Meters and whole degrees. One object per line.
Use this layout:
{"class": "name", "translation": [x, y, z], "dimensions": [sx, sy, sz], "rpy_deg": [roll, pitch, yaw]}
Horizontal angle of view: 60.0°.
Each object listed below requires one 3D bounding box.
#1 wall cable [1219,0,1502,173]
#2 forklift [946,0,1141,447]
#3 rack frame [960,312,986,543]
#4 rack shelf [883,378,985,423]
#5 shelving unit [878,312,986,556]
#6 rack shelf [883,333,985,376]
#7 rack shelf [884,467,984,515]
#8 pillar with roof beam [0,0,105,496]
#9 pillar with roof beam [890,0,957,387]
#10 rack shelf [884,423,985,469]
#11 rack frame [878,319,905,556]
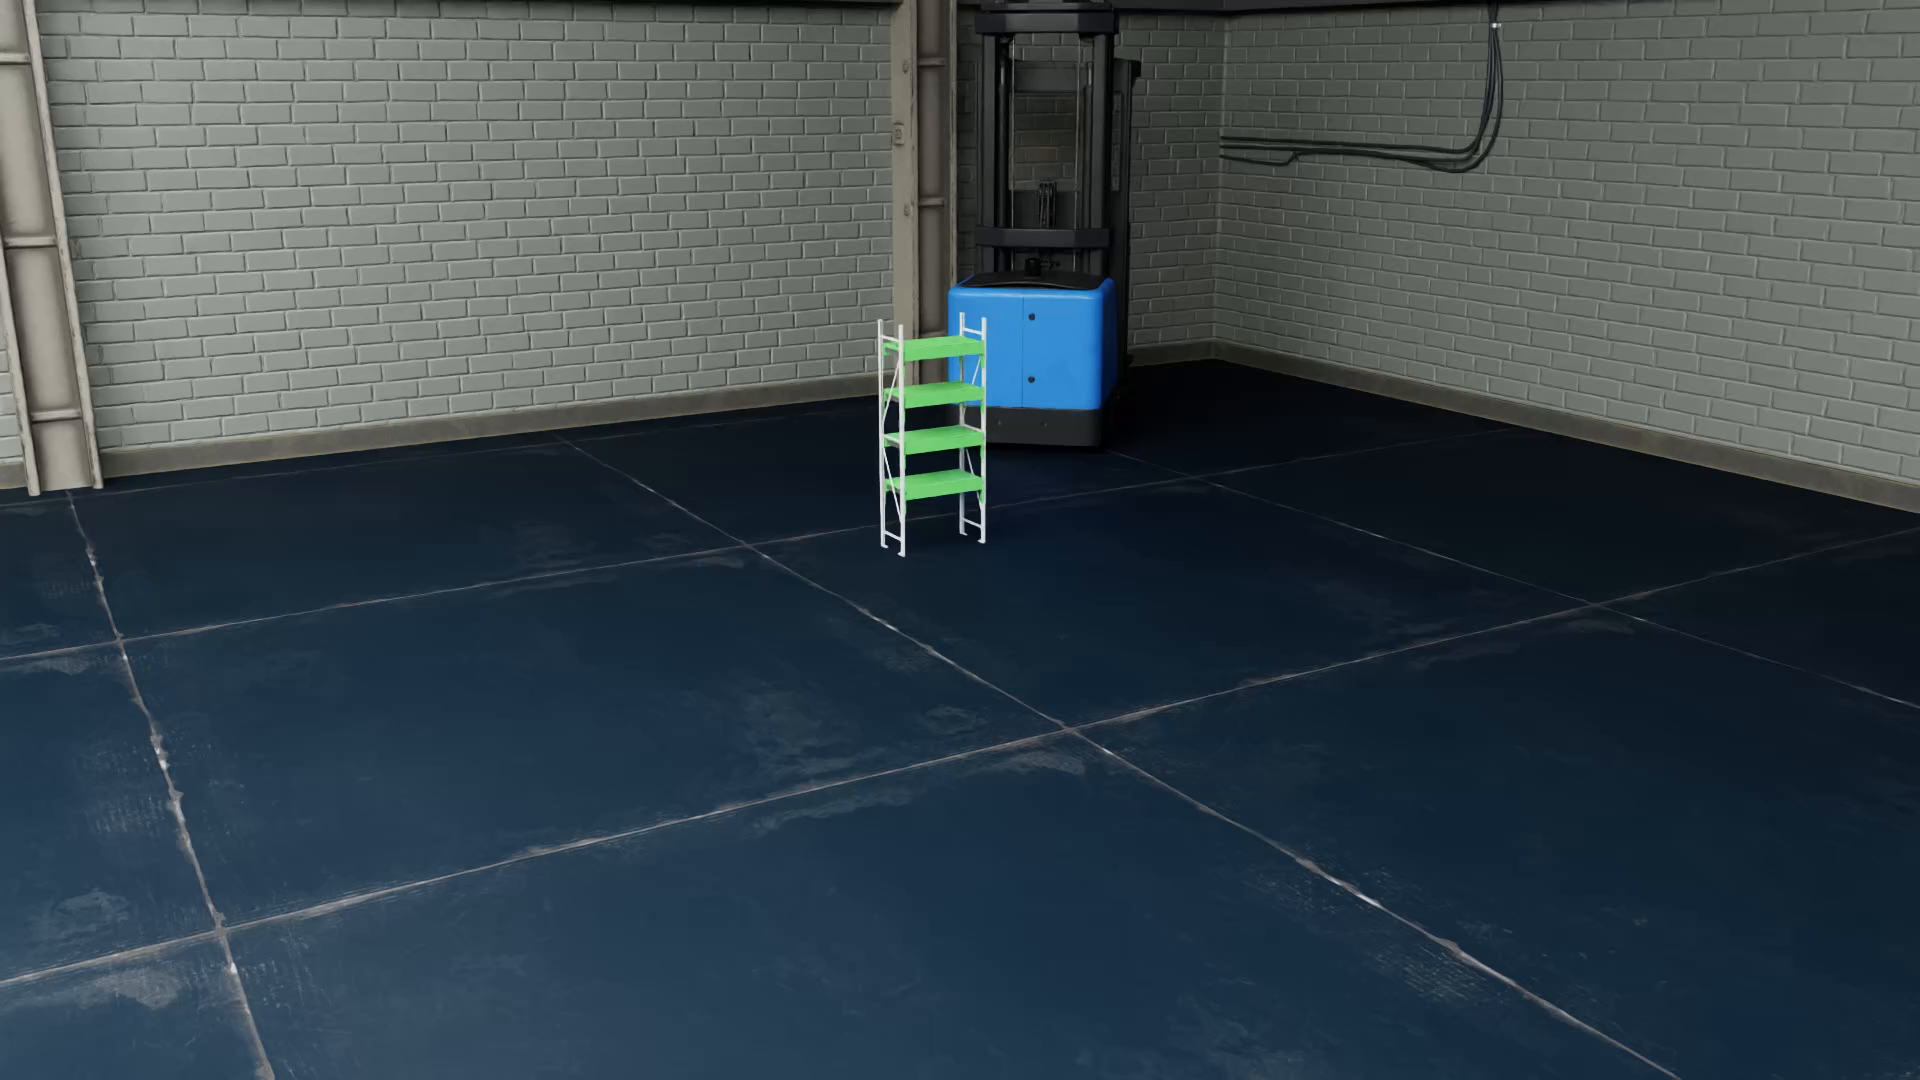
{"class": "wall cable", "translation": [2.939, -4.098, 12.610], "dimensions": [0.112, 2.526, 3.097], "rpy_deg": [-9, 18, -30]}
{"class": "forklift", "translation": [0.691, -2.373, 11.946], "dimensions": [1.130, 2.935, 3.031], "rpy_deg": [3, 16, 11]}
{"class": "rack frame", "translation": [0.067, -0.589, 8.787], "dimensions": [0.015, 1.200, 0.240], "rpy_deg": [-9, 18, -30]}
{"class": "rack shelf", "translation": [-0.142, -0.724, 8.618], "dimensions": [0.480, 0.148, 0.258], "rpy_deg": [-9, 18, -30]}
{"class": "shelving unit", "translation": [-0.142, -0.555, 8.666], "dimensions": [0.503, 1.200, 0.258], "rpy_deg": [-9, 18, -30]}
{"class": "rack shelf", "translation": [-0.142, -0.955, 8.553], "dimensions": [0.480, 0.148, 0.258], "rpy_deg": [-9, 18, -30]}
{"class": "rack shelf", "translation": [-0.142, -0.262, 8.748], "dimensions": [0.480, 0.148, 0.258], "rpy_deg": [-9, 18, -30]}
{"class": "pillar with roof beam", "translation": [-3.193, -3.660, 5.293], "dimensions": [0.400, 9.000, 9.100], "rpy_deg": [-9, 18, -30]}
{"class": "pillar with roof beam", "translation": [1.950, -4.494, 8.269], "dimensions": [0.400, 9.000, 9.100], "rpy_deg": [-9, 18, -30]}
{"class": "rack shelf", "translation": [-0.142, -0.493, 8.683], "dimensions": [0.480, 0.148, 0.258], "rpy_deg": [-9, 18, -30]}
{"class": "rack frame", "translation": [-0.351, -0.521, 8.545], "dimensions": [0.015, 1.200, 0.240], "rpy_deg": [-9, 18, -30]}
